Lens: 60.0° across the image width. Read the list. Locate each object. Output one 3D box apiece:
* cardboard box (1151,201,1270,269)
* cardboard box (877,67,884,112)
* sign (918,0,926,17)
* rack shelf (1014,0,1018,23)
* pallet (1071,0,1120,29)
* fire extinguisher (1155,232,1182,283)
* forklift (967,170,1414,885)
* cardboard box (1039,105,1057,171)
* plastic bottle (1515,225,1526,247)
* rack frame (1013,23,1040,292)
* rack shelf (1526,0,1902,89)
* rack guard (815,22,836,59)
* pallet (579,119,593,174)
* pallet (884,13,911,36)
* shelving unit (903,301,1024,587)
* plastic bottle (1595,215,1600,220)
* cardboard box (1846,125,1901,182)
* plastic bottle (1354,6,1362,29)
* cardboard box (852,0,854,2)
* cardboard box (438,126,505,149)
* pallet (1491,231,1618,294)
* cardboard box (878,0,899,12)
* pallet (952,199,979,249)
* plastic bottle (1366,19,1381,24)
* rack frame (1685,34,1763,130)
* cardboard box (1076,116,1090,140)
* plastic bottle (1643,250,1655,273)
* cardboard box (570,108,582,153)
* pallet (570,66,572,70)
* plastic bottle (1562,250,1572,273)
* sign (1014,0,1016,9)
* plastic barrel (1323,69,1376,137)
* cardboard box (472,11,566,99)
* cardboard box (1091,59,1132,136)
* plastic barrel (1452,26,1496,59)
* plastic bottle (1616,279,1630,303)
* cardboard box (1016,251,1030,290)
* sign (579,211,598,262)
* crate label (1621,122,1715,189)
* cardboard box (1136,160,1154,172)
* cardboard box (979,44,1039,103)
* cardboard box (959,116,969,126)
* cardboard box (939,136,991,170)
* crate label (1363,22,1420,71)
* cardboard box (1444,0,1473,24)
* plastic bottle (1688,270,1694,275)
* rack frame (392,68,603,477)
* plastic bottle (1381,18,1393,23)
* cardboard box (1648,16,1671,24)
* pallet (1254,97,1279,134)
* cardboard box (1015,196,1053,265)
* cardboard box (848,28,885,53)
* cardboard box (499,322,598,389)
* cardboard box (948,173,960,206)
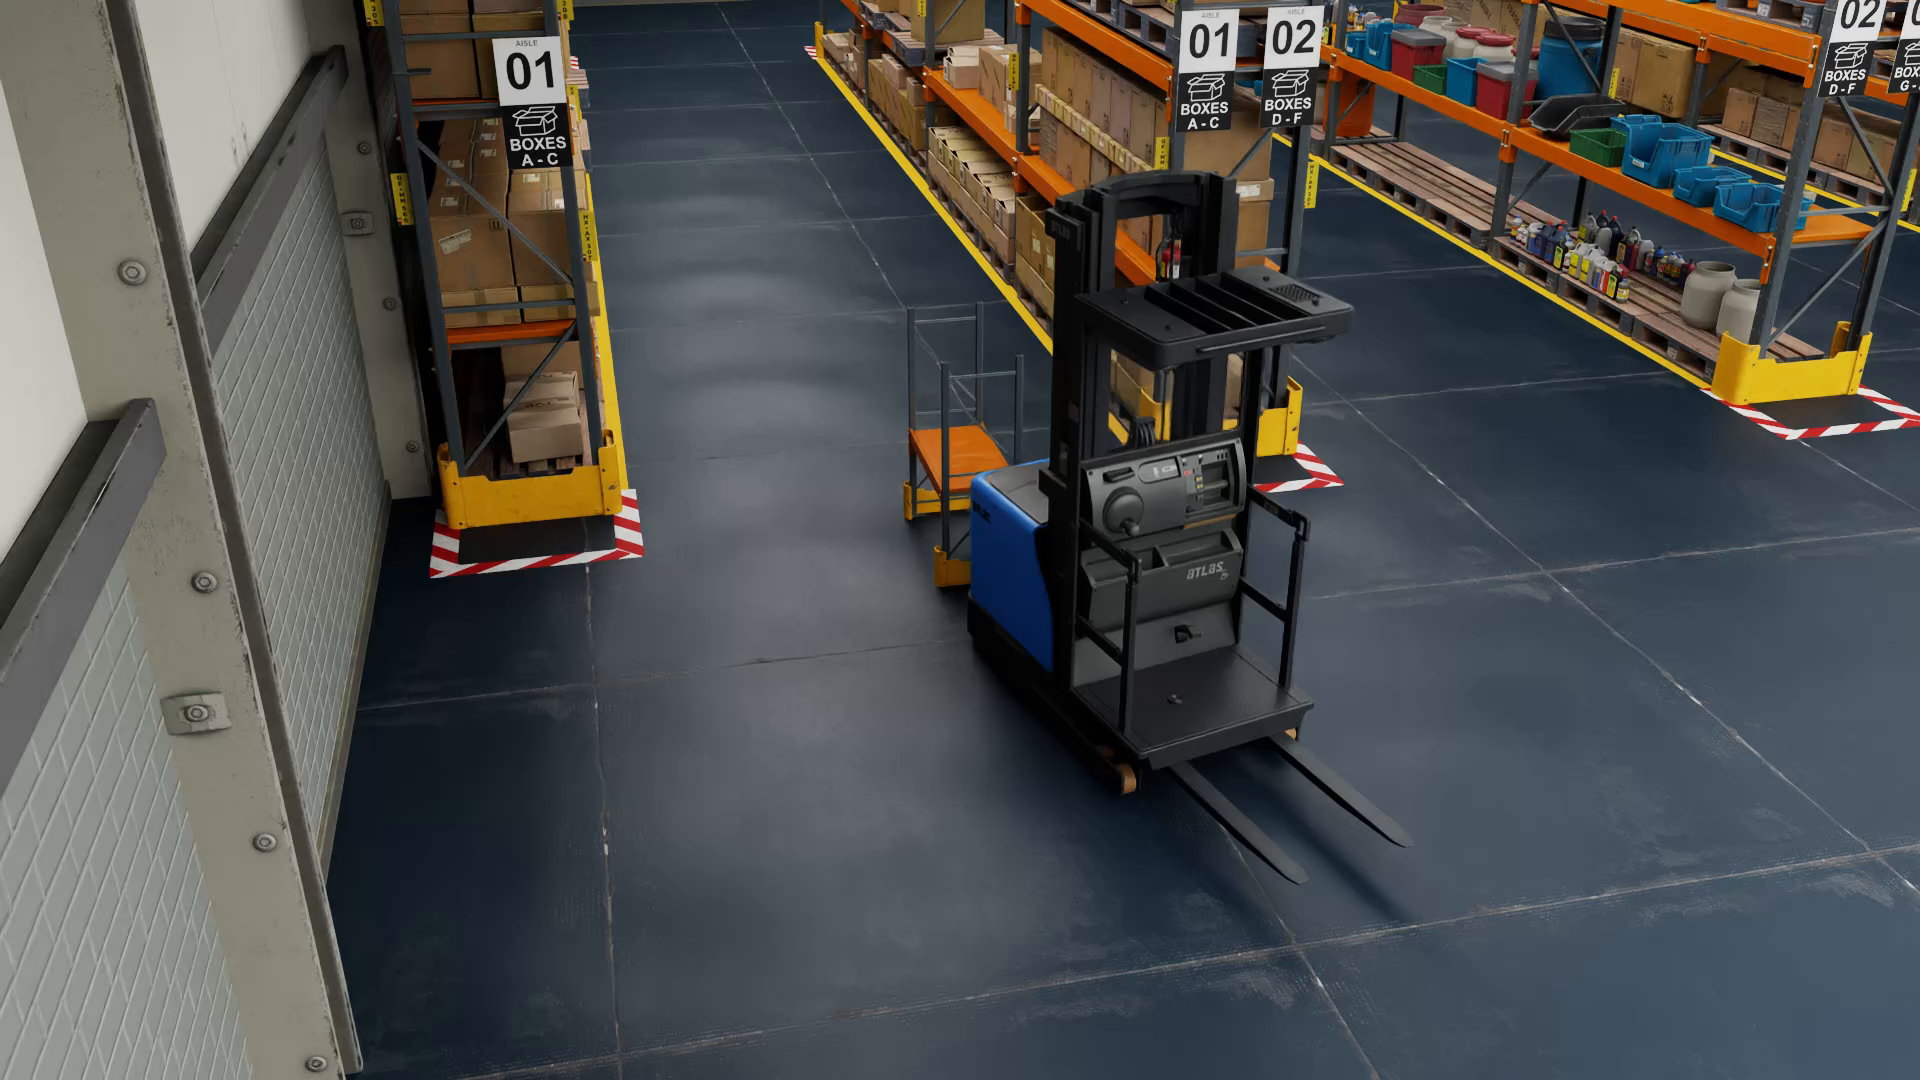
[{"bbox_3d":[1.819,-2.260,12.135,0.700,0.500,0.500,-6,27,-12],"label":"cardboard box"},{"bbox_3d":[-0.790,-5.888,21.719,0.500,0.500,0.500,-6,27,-11],"label":"cardboard box"},{"bbox_3d":[-0.418,-5.944,18.347,0.100,0.325,0.005,-6,27,-12],"label":"sign"},{"bbox_3d":[0.559,-5.662,16.454,1.077,0.370,4.000,-6,27,-12],"label":"rack shelf"},{"bbox_3d":[1.499,-4.159,12.776,1.003,0.211,1.213,-6,27,-12],"label":"pallet"},{"bbox_3d":[1.485,-1.876,11.570,0.296,0.674,0.183,-6,27,-12],"label":"fire extinguisher"},{"bbox_3d":[1.152,-0.230,8.300,1.130,2.935,3.031,-13,29,-23],"label":"forklift"},{"bbox_3d":[1.116,-3.616,14.821,0.700,0.500,0.500,-7,28,-13],"label":"cardboard box"},{"bbox_3d":[5.504,-2.985,16.299,0.097,0.201,0.097,0,27,0],"label":"plastic bottle"},{"bbox_3d":[1.010,-3.766,15.228,1.000,3.000,0.127,-6,27,-12],"label":"rack frame"},{"bbox_3d":[6.287,-4.407,13.968,1.077,0.370,4.000,-6,27,-12],"label":"rack shelf"},{"bbox_3d":[-1.677,-7.884,26.162,1.175,0.500,0.348,-6,27,-12],"label":"rack guard"},{"bbox_3d":[-3.846,-3.526,14.965,1.003,0.211,1.213,-6,27,-12],"label":"pallet"},{"bbox_3d":[-0.334,-6.289,20.441,1.003,0.211,1.213,-6,27,-12],"label":"pallet"},{"bbox_3d":[0.017,-0.636,10.692,0.587,1.500,1.083,-6,27,-12],"label":"shelving unit"},{"bbox_3d":[6.266,-3.073,16.382,0.061,0.283,0.133,-5,27,-9],"label":"plastic bottle"},{"bbox_3d":[10.456,-4.333,18.639,0.700,0.500,0.500,-6,27,-12],"label":"cardboard box"},{"bbox_3d":[5.011,-6.562,20.897,0.061,0.283,0.133,-6,27,-12],"label":"plastic bottle"},{"bbox_3d":[-1.273,-7.742,22.995,0.500,0.500,0.500,-5,27,-10],"label":"cardboard box"},{"bbox_3d":[-3.693,-2.863,12.752,0.500,0.500,0.500,-5,27,-10],"label":"cardboard box"},{"bbox_3d":[5.947,-2.723,16.257,1.003,0.211,1.213,-6,27,-12],"label":"pallet"},{"bbox_3d":[-0.687,-6.984,21.027,0.700,0.500,0.500,-2,27,-3],"label":"cardboard box"},{"bbox_3d":[0.527,-3.377,17.553,1.003,0.211,1.213,-6,27,-12],"label":"pallet"},{"bbox_3d":[5.004,-6.175,20.139,0.152,0.276,0.135,-6,27,-12],"label":"plastic bottle"},{"bbox_3d":[9.761,-6.526,20.697,1.000,3.000,0.127,-6,27,-12],"label":"rack frame"},{"bbox_3d":[1.176,-3.397,13.667,0.380,0.149,0.250,-7,28,-13],"label":"cardboard box"},{"bbox_3d":[6.465,-2.614,15.563,0.097,0.201,0.097,0,27,0],"label":"plastic bottle"},{"bbox_3d":[-3.290,-3.143,13.307,0.500,0.500,0.500,-6,27,-12],"label":"cardboard box"},{"bbox_3d":[-6.263,-6.941,24.614,1.003,0.211,1.213,-6,27,-12],"label":"pallet"},{"bbox_3d":[5.698,-2.608,15.552,0.097,0.201,0.097,0,27,0],"label":"plastic bottle"},{"bbox_3d":[0.648,-6.096,18.561,0.100,0.325,0.005,-6,27,-12],"label":"sign"},{"bbox_3d":[4.808,-5.455,20.517,0.600,0.830,0.708,-6,27,-12],"label":"plastic barrel"},{"bbox_3d":[-2.746,-3.070,10.387,0.500,0.500,0.500,-5,27,-10],"label":"cardboard box"},{"bbox_3d":[1.455,-3.534,13.219,0.700,0.500,0.500,-6,27,-12],"label":"cardboard box"},{"bbox_3d":[5.572,-5.282,18.081,0.433,0.535,0.433,0,27,0],"label":"plastic barrel"},{"bbox_3d":[5.897,-2.220,14.783,0.097,0.201,0.097,0,27,0],"label":"plastic bottle"},{"bbox_3d":[0.819,-2.491,15.289,0.500,0.250,0.500,-6,27,-12],"label":"cardboard box"},{"bbox_3d":[-2.386,-1.947,10.663,0.100,0.325,0.005,-6,27,-12],"label":"sign"},{"bbox_3d":[6.060,-3.307,14.281,0.502,0.435,0.616,-6,27,-12],"label":"crate label"},{"bbox_3d":[1.521,-2.719,12.324,0.380,0.149,0.250,-6,27,-12],"label":"cardboard box"},{"bbox_3d":[0.502,-4.831,17.228,0.500,0.500,0.500,-7,28,-14],"label":"cardboard box"},{"bbox_3d":[0.284,-4.831,19.625,0.500,0.500,0.500,-5,27,-9],"label":"cardboard box"},{"bbox_3d":[0.067,-4.242,18.136,0.500,0.311,0.500,-7,28,-13],"label":"cardboard box"},{"bbox_3d":[4.896,-5.575,18.774,0.502,0.435,0.616,-6,27,-12],"label":"crate label"},{"bbox_3d":[8.385,-8.605,26.707,0.875,0.875,0.875,-6,27,-12],"label":"cardboard box"},{"bbox_3d":[6.610,-2.331,15.003,0.097,0.201,0.097,0,27,0],"label":"plastic bottle"},{"bbox_3d":[-2.914,-1.505,10.749,1.000,3.000,0.127,-6,27,-12],"label":"rack frame"},{"bbox_3d":[5.153,-6.190,20.170,0.152,0.276,0.135,-6,27,-12],"label":"plastic bottle"},{"bbox_3d":[9.301,-6.981,21.489,0.500,0.500,0.500,-6,27,-12],"label":"cardboard box"},{"bbox_3d":[4.445,-5.654,22.065,1.003,0.211,1.213,-6,27,-12],"label":"pallet"},{"bbox_3d":[0.809,-2.825,15.118,0.500,0.500,0.500,-6,27,-12],"label":"cardboard box"},{"bbox_3d":[-1.221,-7.184,24.283,0.797,0.503,0.637,-6,27,-12],"label":"cardboard box"},{"bbox_3d":[-3.227,-1.476,12.977,0.700,0.500,0.500,-8,28,-15],"label":"cardboard box"},{"bbox_3d":[0.177,-3.774,17.829,0.500,0.250,0.500,-7,28,-13],"label":"cardboard box"}]
